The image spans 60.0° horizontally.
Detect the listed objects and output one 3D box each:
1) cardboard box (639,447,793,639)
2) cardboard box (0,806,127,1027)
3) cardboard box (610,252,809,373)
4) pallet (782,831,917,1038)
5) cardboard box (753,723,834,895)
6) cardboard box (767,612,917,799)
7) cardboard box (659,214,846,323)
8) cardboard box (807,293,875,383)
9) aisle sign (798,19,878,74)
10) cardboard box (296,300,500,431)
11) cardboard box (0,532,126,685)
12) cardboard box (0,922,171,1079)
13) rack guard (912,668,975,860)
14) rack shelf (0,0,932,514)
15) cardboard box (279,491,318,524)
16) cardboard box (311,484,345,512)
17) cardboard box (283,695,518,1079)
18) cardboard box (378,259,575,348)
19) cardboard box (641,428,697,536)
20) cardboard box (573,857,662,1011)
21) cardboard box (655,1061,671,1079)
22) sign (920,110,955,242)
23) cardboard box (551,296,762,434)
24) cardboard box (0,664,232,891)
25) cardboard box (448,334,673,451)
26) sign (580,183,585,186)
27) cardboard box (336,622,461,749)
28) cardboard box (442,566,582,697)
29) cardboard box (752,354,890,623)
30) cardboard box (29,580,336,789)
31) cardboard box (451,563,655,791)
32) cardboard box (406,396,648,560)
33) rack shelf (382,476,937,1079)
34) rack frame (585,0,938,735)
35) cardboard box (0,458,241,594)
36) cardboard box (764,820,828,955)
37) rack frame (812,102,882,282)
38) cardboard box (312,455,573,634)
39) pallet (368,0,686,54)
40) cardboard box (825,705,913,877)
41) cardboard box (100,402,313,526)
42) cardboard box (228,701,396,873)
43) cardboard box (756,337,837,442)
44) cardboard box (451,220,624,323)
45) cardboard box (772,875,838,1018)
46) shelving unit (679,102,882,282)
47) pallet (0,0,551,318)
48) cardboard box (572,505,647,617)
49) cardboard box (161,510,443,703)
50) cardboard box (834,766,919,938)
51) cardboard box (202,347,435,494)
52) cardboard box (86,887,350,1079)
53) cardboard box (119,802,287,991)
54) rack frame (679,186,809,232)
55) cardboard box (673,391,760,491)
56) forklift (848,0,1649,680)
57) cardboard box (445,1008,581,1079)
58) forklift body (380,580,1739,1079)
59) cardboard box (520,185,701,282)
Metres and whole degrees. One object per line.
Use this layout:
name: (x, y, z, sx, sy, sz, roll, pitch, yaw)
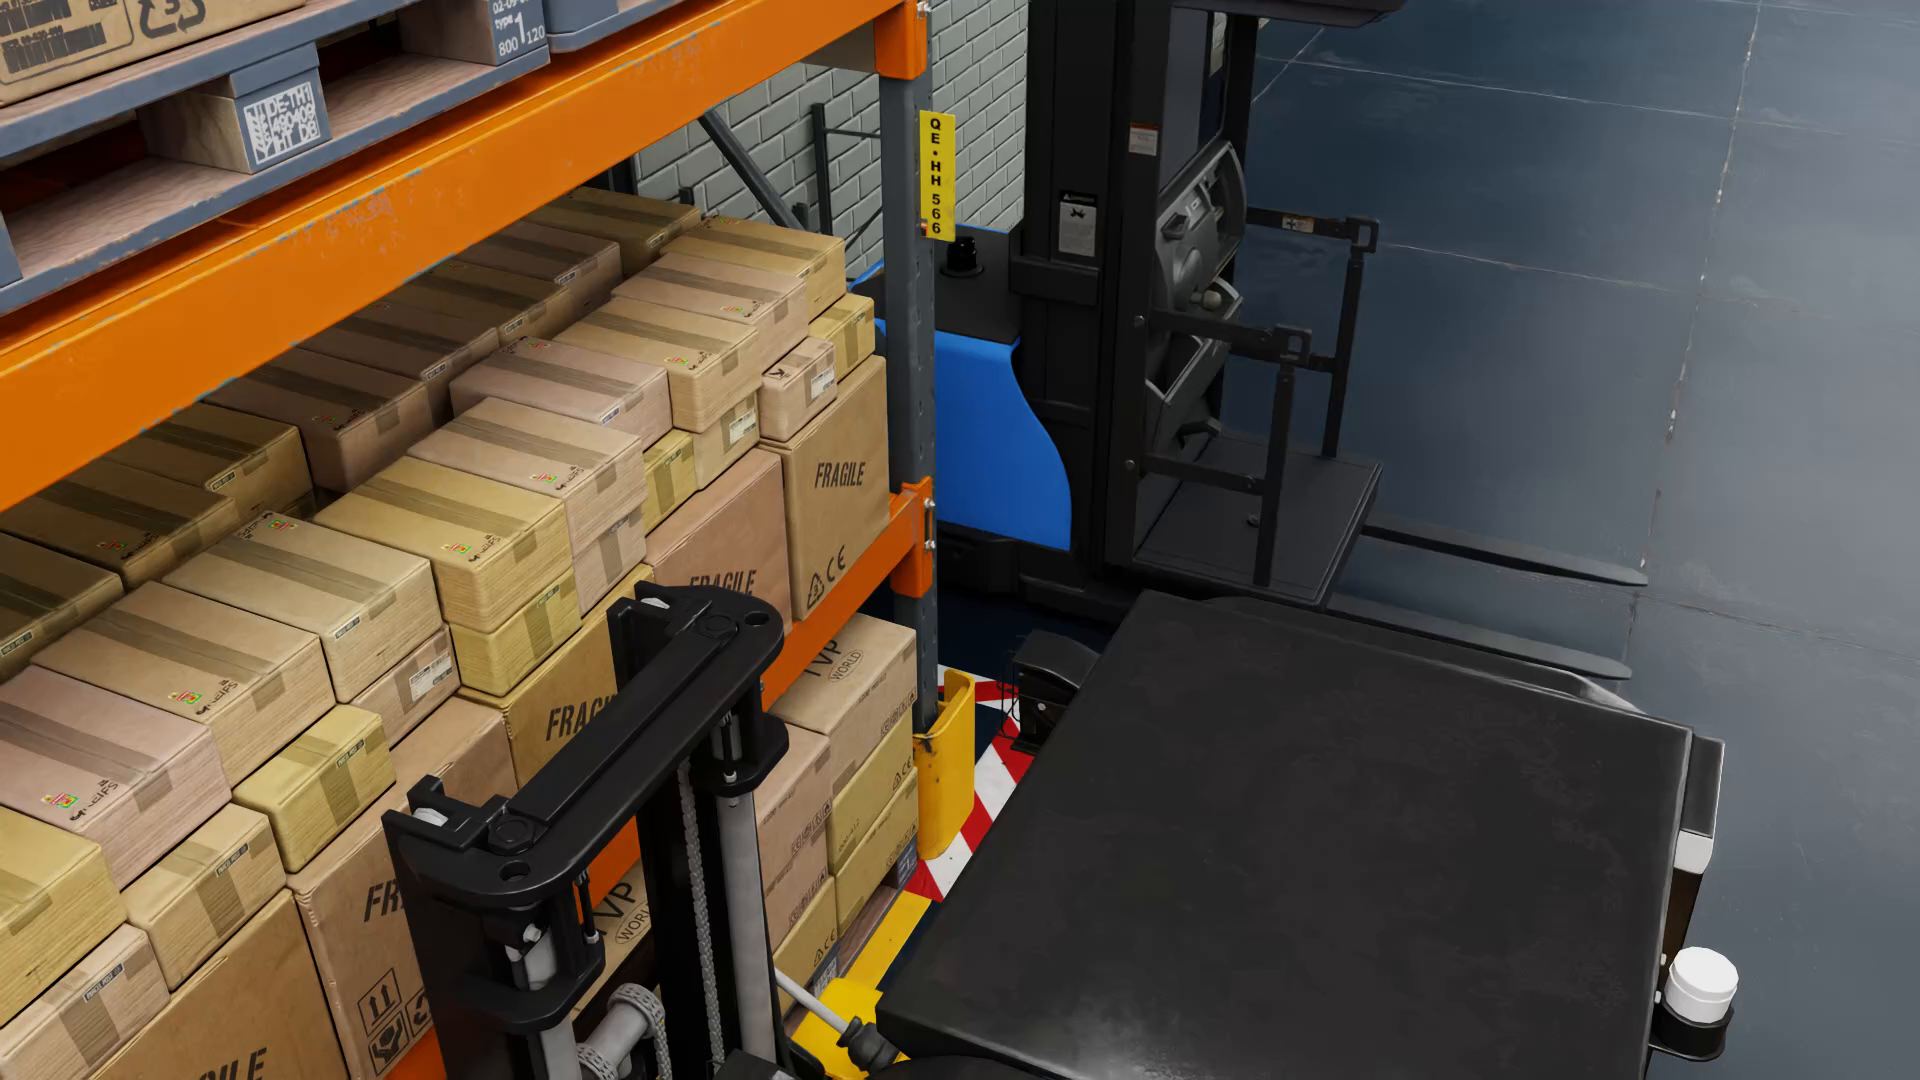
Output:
cardboard box: (-0.738, 0.075, 3.810, 0.500, 0.500, 0.500, 15, 36, 22)
cardboard box: (-1.405, 0.499, 2.300, 0.380, 0.149, 0.250, 14, 36, 20)
cardboard box: (-0.579, -0.526, 3.863, 0.380, 0.149, 0.250, 14, 36, 21)
pallet: (-0.827, 1.111, 4.862, 1.003, 0.211, 1.213, 14, 36, 20)
cardboard box: (-0.663, 0.667, 4.209, 0.500, 0.250, 0.500, 15, 36, 21)
cardboard box: (-0.454, 0.412, 4.599, 0.500, 0.250, 0.500, 15, 36, 22)
cardboard box: (-0.504, -0.656, 4.061, 0.380, 0.149, 0.250, 14, 36, 21)
cardboard box: (-0.436, -0.521, 4.127, 0.380, 0.149, 0.250, 15, 36, 21)
aisle sign: (-0.251, -1.498, 3.928, 0.394, 0.787, 0.004, 14, 36, 20)
cardboard box: (-1.234, -0.387, 3.651, 0.380, 0.149, 0.250, 14, 36, 21)
cardboard box: (-1.660, 0.132, 2.859, 0.380, 0.149, 0.250, 15, 36, 22)
cardboard box: (-1.374, 0.634, 2.365, 0.380, 0.149, 0.250, 14, 36, 20)
rack guard: (-0.535, 0.588, 5.397, 1.175, 0.500, 0.348, 14, 36, 20)
rack shelf: (-1.382, -0.403, 2.549, 1.077, 0.370, 4.000, 14, 36, 20)
cardboard box: (-1.525, -0.025, 3.369, 0.380, 0.149, 0.250, 15, 36, 22)
cardboard box: (-1.416, -0.159, 3.575, 0.380, 0.149, 0.250, 15, 36, 21)
cardboard box: (-1.152, 0.583, 3.034, 0.500, 0.500, 0.500, 14, 36, 21)
cardboard box: (-1.117, -0.507, 3.834, 0.380, 0.149, 0.250, 15, 36, 21)
cardboard box: (-0.794, -0.151, 3.562, 0.380, 0.149, 0.250, 14, 36, 20)
cardboard box: (-0.865, 0.921, 3.823, 0.500, 0.250, 0.500, 15, 36, 21)
cardboard box: (-0.881, 1.143, 3.939, 0.500, 0.250, 0.500, 13, 36, 19)
sign: (-0.058, -0.897, 4.111, 0.100, 0.325, 0.005, 14, 36, 20)
cardboard box: (-0.663, -0.389, 3.654, 0.380, 0.149, 0.250, 15, 36, 22)
cardboard box: (-1.349, 0.359, 2.513, 0.380, 0.149, 0.250, 14, 36, 20)
cardboard box: (-0.835, -0.282, 3.491, 0.380, 0.149, 0.250, 14, 36, 21)
sign: (-1.047, -0.971, 4.633, 0.100, 0.325, 0.005, 14, 36, 20)
cardboard box: (-1.136, 0.227, 2.986, 0.380, 0.149, 0.250, 14, 36, 20)
cardboard box: (-0.950, 0.123, 3.144, 0.380, 0.149, 0.250, 14, 36, 21)
cardboard box: (-0.512, -0.182, 4.200, 0.500, 0.500, 0.500, 13, 36, 19)
cardboard box: (-1.261, 0.231, 2.708, 0.380, 0.149, 0.250, 14, 36, 21)
cardboard box: (-0.952, 0.330, 3.420, 0.500, 0.500, 0.500, 13, 36, 20)
cardboard box: (-0.843, -0.127, 3.255, 0.380, 0.149, 0.250, 15, 36, 22)
rack shelf: (-1.382, 0.852, 3.372, 1.077, 0.370, 4.000, 14, 36, 20)
rack frame: (-0.545, -0.445, 4.693, 1.000, 3.000, 0.127, 14, 36, 20)
cardboard box: (-1.553, -0.001, 3.061, 0.380, 0.149, 0.250, 14, 36, 21)
cardboard box: (-0.684, 0.881, 4.339, 0.500, 0.250, 0.500, 14, 36, 20)
rack frame: (-0.345, -1.074, 7.004, 0.500, 1.500, 0.032, 12, 35, 20)
cardboard box: (-0.946, 0.003, 3.056, 0.380, 0.149, 0.250, 15, 36, 21)
pallet: (-0.864, -1.316, 3.367, 1.003, 0.211, 1.213, 14, 36, 20)
cardboard box: (-0.465, 0.634, 4.716, 0.500, 0.250, 0.500, 14, 36, 20)
cardboard box: (-1.521, -0.142, 3.277, 0.380, 0.149, 0.250, 13, 36, 19)
cardboard box: (-1.181, 0.370, 2.768, 0.380, 0.149, 0.250, 13, 36, 20)
cardboard box: (-0.516, -0.387, 3.922, 0.380, 0.149, 0.250, 15, 36, 21)
cardboard box: (-1.048, -0.646, 4.046, 0.380, 0.149, 0.250, 15, 36, 22)
cardboard box: (-0.671, 1.081, 4.490, 0.500, 0.250, 0.500, 14, 36, 20)
shelving unit: (-0.549, -0.817, 6.604, 0.587, 1.500, 1.083, 12, 35, 20)
pallet: (-1.374, -0.707, 2.437, 1.003, 0.211, 1.213, 14, 36, 20)
cardboard box: (-0.863, -0.007, 3.343, 0.380, 0.149, 0.250, 13, 35, 19)
cardboard box: (-1.140, 0.109, 2.894, 0.380, 0.149, 0.250, 15, 36, 21)
cardboard box: (-0.455, 0.836, 4.865, 0.500, 0.250, 0.500, 14, 36, 21)
cardboard box: (-1.322, -0.250, 3.442, 0.380, 0.149, 0.250, 15, 36, 22)
cardboard box: (-1.382, 0.828, 2.660, 0.500, 0.500, 0.500, 14, 36, 20)
cardboard box: (-1.285, 0.505, 2.562, 0.380, 0.149, 0.250, 13, 35, 19)
rack frame: (-0.746, -0.568, 6.218, 0.500, 1.500, 0.032, 12, 35, 20)
cardboard box: (-0.680, -0.272, 3.747, 0.380, 0.149, 0.250, 15, 36, 21)
forklift: (1.024, -1.076, 5.718, 3.031, 2.935, 1.130, 14, 36, 20)
cardboard box: (-1.084, 1.172, 3.440, 0.500, 0.250, 0.500, 13, 36, 20)
forklift body: (0.319, 1.273, 2.848, 2.313, 2.155, 1.214, 14, 36, 20)
cardboard box: (-0.880, -0.764, 4.226, 0.380, 0.149, 0.250, 13, 36, 20)
